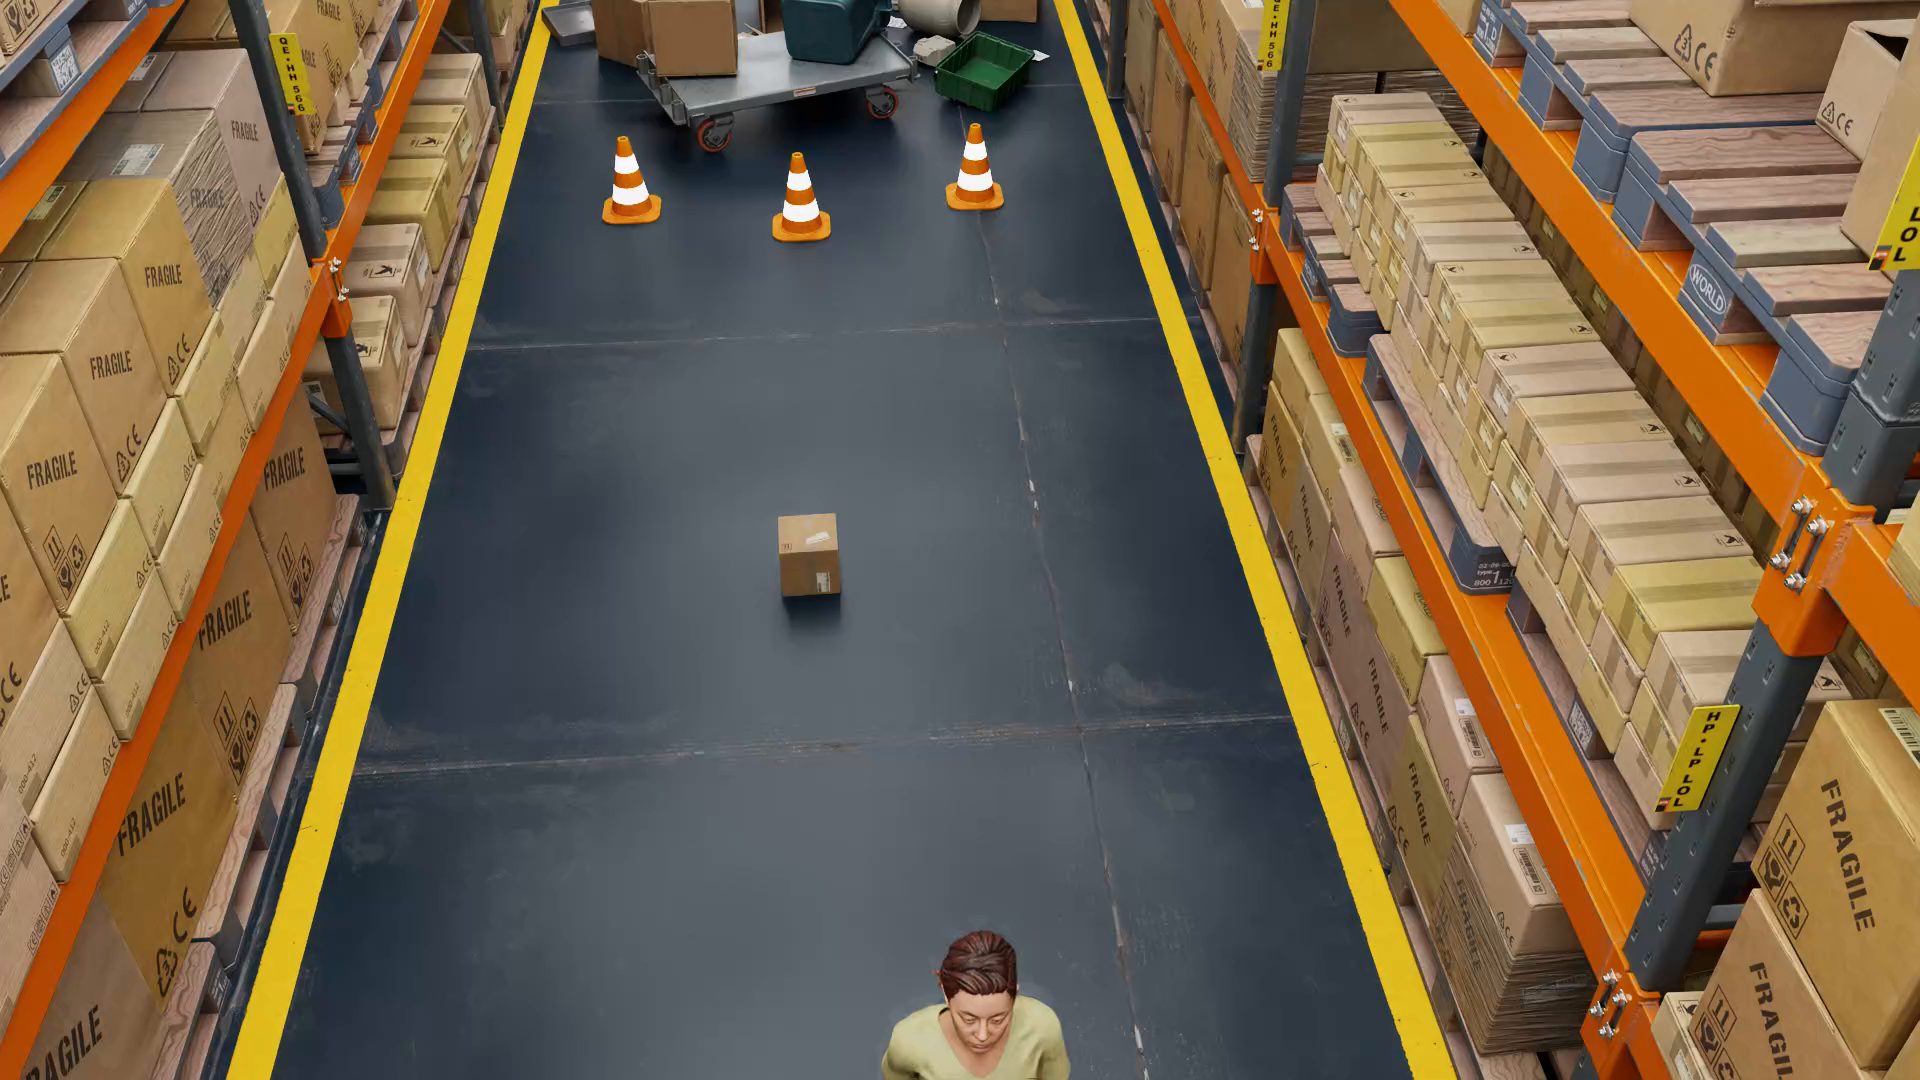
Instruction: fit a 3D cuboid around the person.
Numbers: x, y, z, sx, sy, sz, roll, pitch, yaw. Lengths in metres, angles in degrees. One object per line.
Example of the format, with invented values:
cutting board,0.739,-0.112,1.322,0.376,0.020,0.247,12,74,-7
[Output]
person,0.071,1.638,4.162,0.454,1.705,0.703,-9,40,-11
